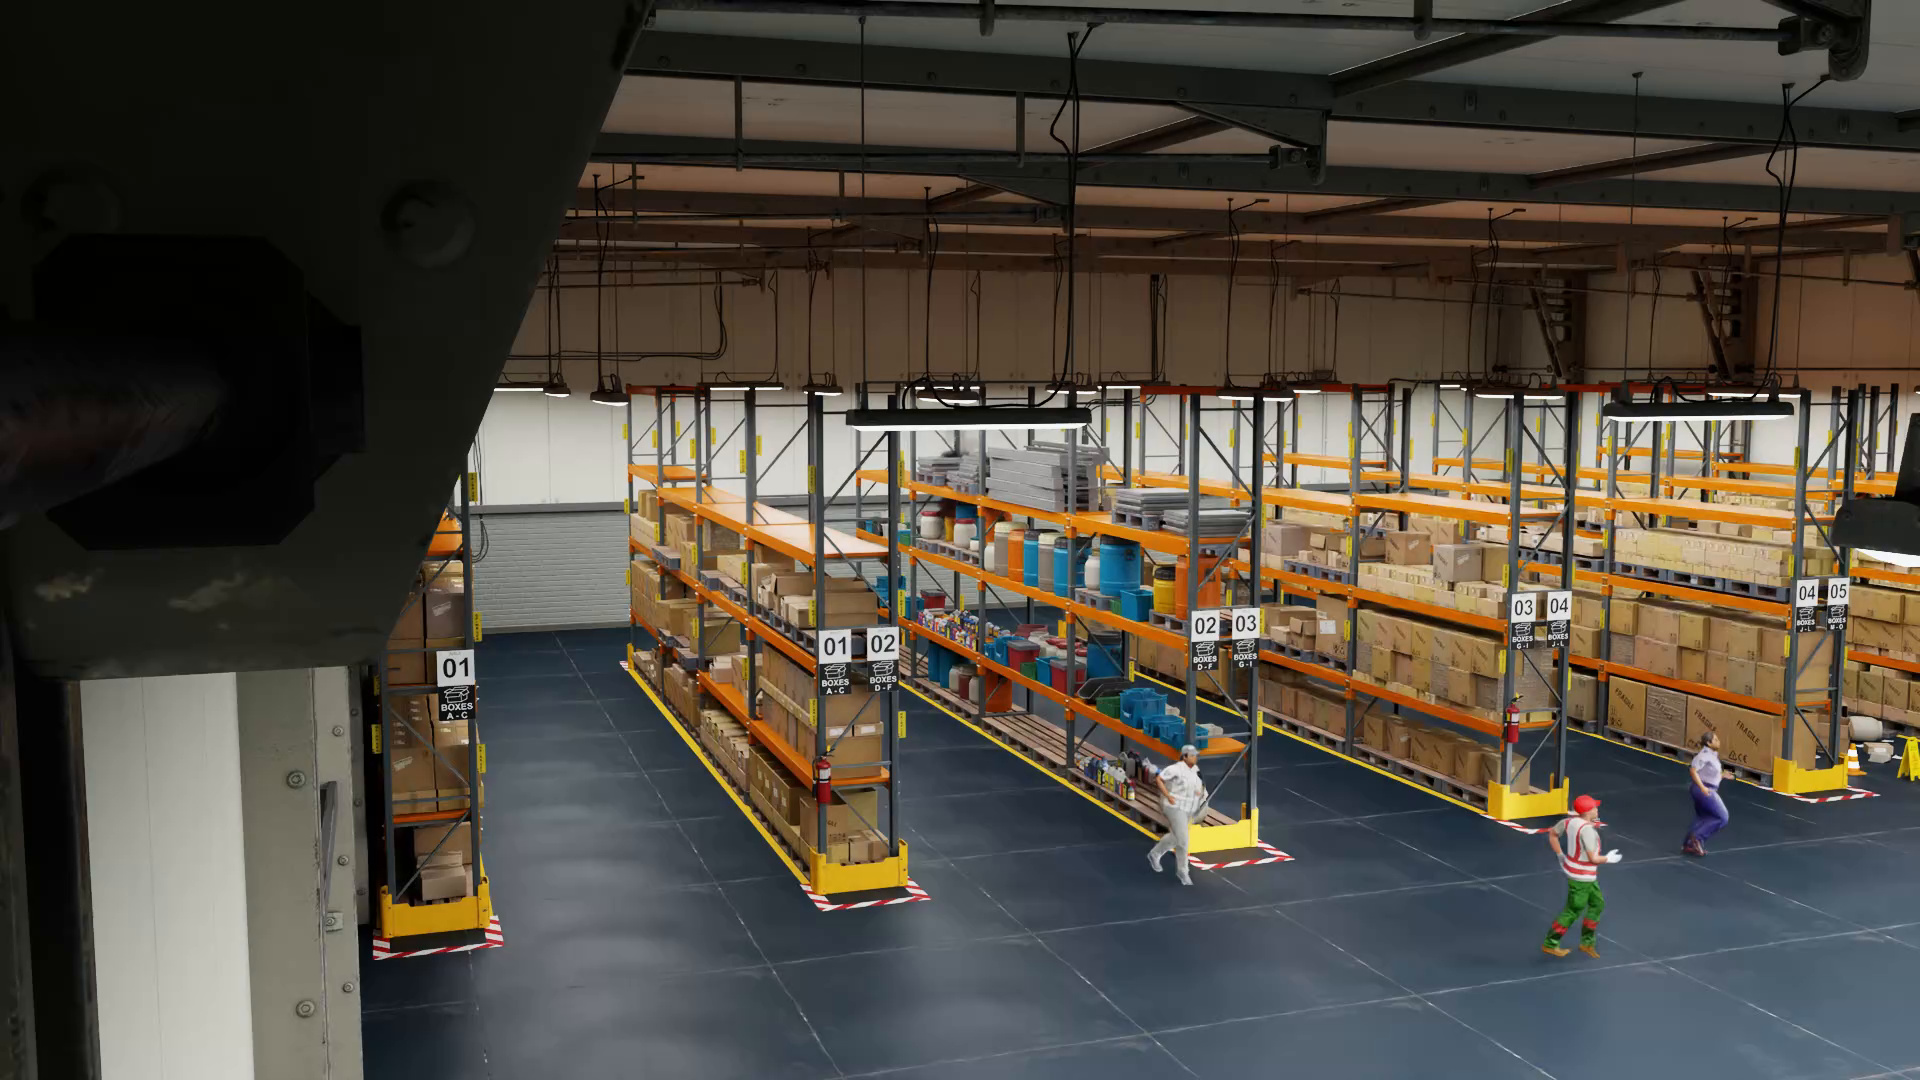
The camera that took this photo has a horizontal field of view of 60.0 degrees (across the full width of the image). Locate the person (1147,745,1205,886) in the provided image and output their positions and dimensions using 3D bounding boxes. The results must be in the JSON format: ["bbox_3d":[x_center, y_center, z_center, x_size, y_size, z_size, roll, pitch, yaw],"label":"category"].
[{"bbox_3d":[2.756,3.389,20.781,0.800,1.702,0.617,6,8,44],"label":"person"}]

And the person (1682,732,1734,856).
[{"bbox_3d":[9.753,3.292,21.641,0.592,1.612,0.586,2,6,19],"label":"person"}]

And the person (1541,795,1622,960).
[{"bbox_3d":[6.626,3.627,17.723,0.766,1.842,0.632,1,6,6],"label":"person"}]
